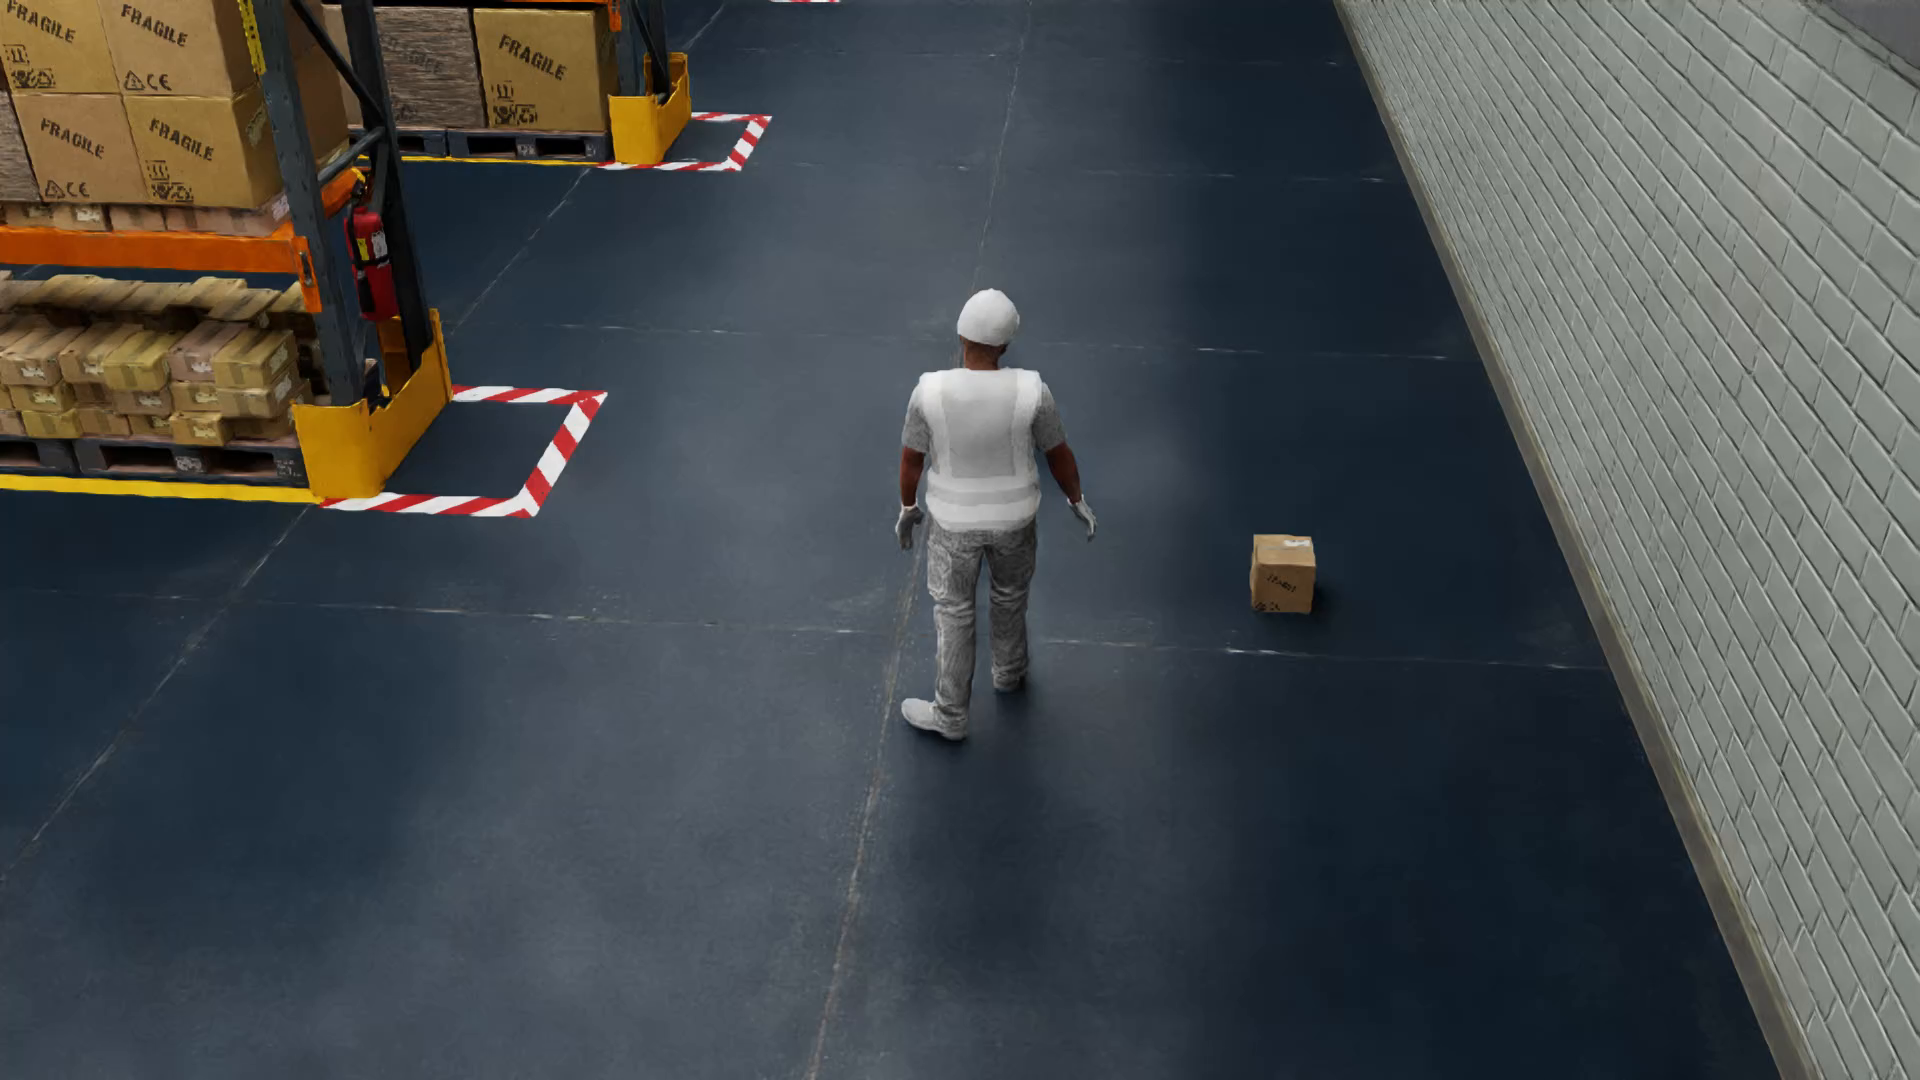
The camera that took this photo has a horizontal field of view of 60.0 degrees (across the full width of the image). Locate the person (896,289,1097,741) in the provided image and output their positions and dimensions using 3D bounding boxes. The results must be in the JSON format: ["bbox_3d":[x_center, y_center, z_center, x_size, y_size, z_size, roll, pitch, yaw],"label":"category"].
[{"bbox_3d":[0.138,-0.121,6.304,0.765,1.788,0.635,-2,32,-3],"label":"person"}]
